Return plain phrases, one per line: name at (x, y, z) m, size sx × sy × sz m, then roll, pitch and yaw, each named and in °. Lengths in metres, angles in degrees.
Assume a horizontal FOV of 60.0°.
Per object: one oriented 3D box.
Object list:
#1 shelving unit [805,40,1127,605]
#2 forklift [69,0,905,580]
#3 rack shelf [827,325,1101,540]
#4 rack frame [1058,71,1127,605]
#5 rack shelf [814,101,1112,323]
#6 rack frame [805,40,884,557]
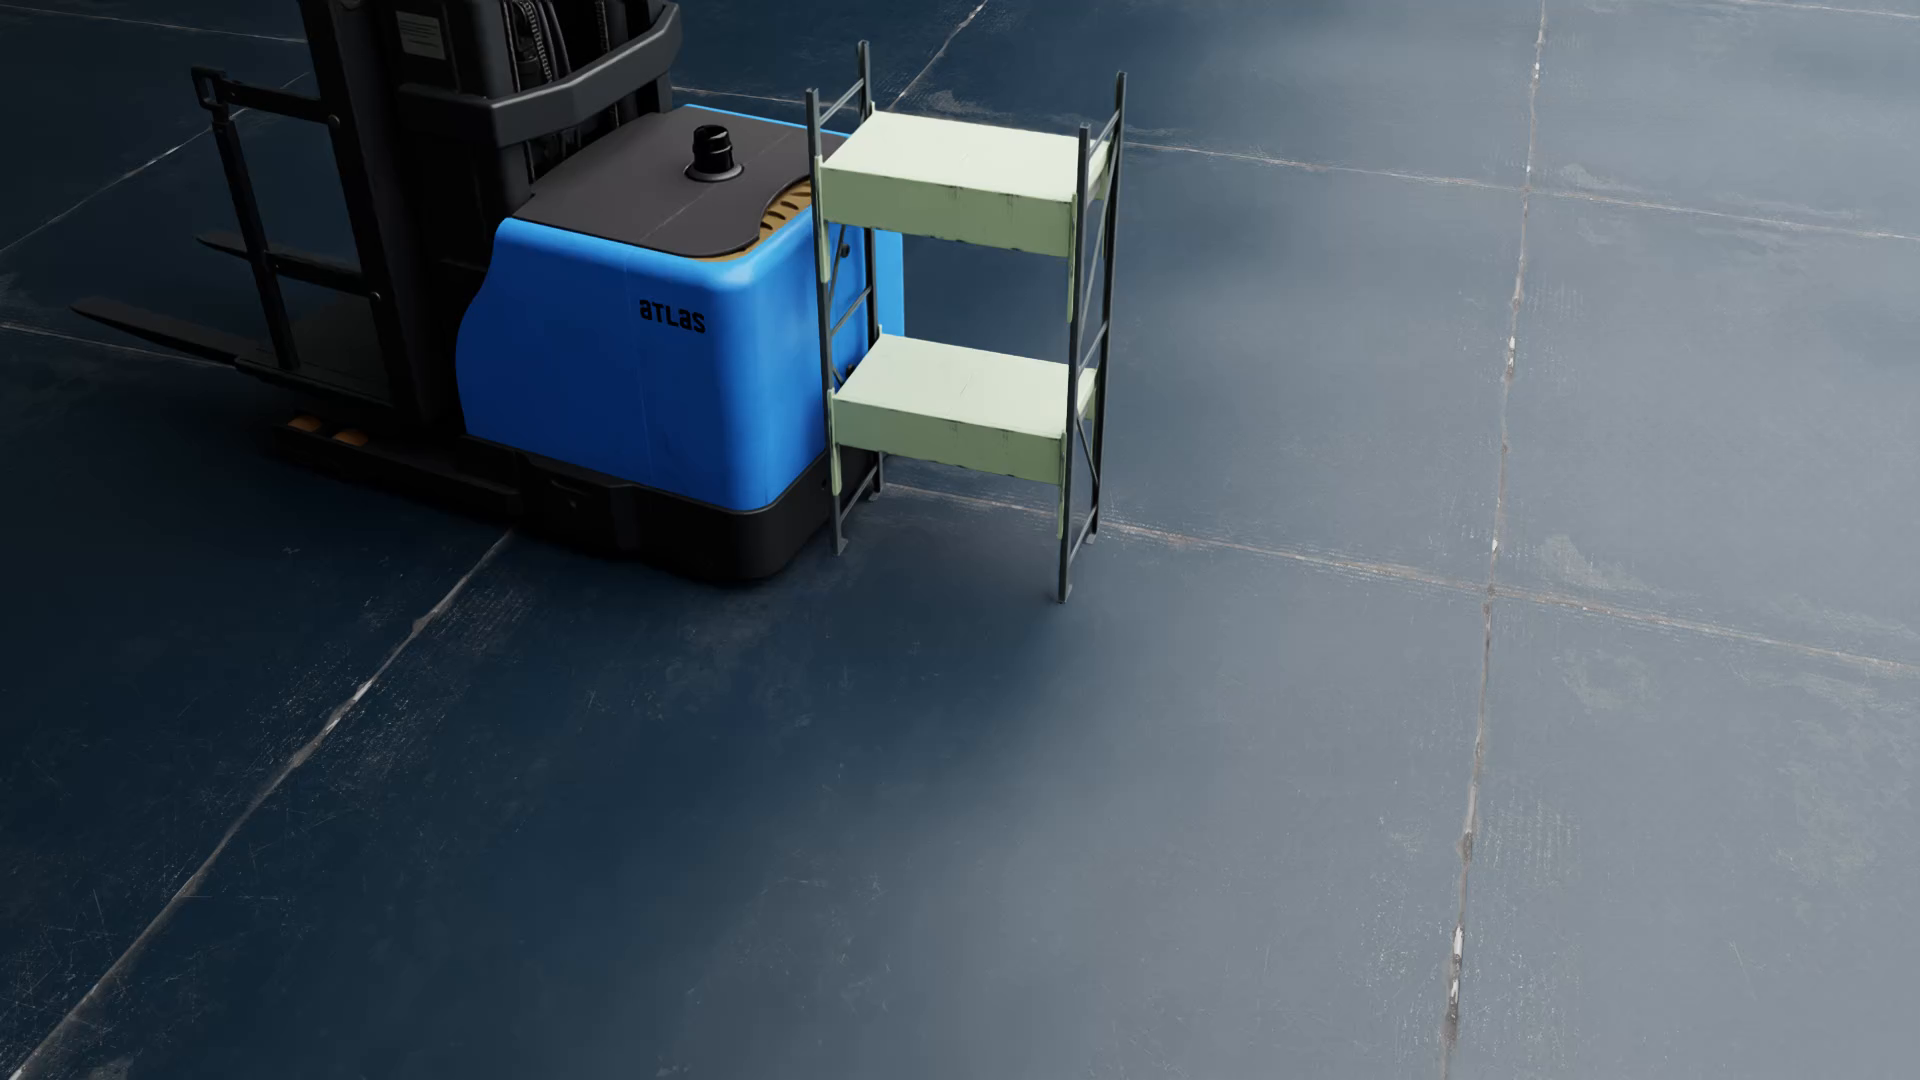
shelving unit at (0.021, -0.594, 4.792) m, size 0.755 × 1.500 × 0.431 m, roll 11°, pitch 38°, yaw 15°
forklift at (-1.725, -1.649, 5.017) m, size 3.031 × 2.935 × 1.130 m, roll 16°, pitch 39°, yaw 20°
rack shelf at (0.021, -0.332, 4.985) m, size 0.720 × 0.370 × 0.431 m, roll 11°, pitch 38°, yaw 15°
rack frame at (0.368, -0.525, 4.698) m, size 0.023 × 1.500 × 0.400 m, roll 11°, pitch 38°, yaw 15°
rack shelf at (0.021, -0.908, 4.561) m, size 0.720 × 0.370 × 0.431 m, roll 11°, pitch 38°, yaw 15°
rack frame at (-0.326, -0.664, 4.886) m, size 0.023 × 1.500 × 0.400 m, roll 11°, pitch 38°, yaw 15°
